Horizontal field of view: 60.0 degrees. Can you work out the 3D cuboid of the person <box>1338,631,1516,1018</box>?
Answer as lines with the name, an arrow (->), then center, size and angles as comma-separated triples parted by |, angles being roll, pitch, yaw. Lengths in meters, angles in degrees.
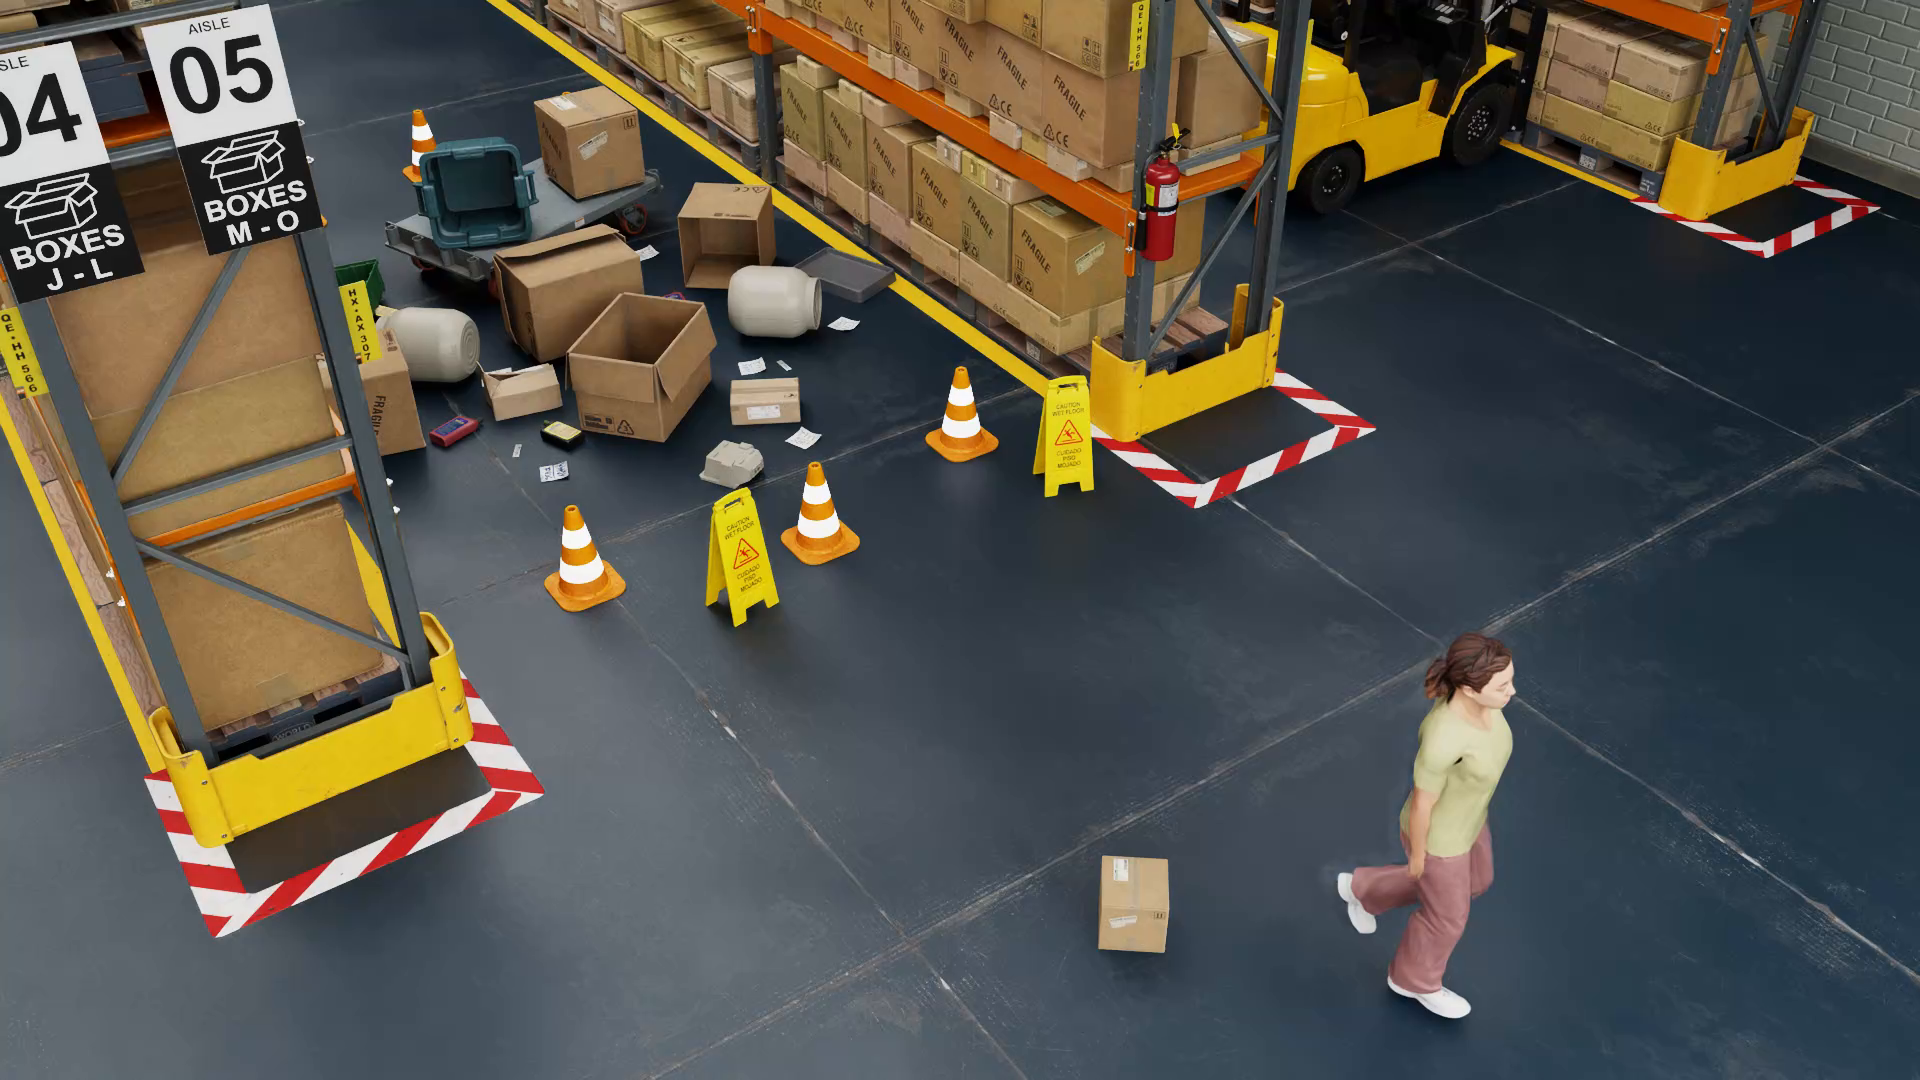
person -> 1.608, 0.955, 5.674 | 0.583, 1.657, 0.446 | 20, 41, 24
